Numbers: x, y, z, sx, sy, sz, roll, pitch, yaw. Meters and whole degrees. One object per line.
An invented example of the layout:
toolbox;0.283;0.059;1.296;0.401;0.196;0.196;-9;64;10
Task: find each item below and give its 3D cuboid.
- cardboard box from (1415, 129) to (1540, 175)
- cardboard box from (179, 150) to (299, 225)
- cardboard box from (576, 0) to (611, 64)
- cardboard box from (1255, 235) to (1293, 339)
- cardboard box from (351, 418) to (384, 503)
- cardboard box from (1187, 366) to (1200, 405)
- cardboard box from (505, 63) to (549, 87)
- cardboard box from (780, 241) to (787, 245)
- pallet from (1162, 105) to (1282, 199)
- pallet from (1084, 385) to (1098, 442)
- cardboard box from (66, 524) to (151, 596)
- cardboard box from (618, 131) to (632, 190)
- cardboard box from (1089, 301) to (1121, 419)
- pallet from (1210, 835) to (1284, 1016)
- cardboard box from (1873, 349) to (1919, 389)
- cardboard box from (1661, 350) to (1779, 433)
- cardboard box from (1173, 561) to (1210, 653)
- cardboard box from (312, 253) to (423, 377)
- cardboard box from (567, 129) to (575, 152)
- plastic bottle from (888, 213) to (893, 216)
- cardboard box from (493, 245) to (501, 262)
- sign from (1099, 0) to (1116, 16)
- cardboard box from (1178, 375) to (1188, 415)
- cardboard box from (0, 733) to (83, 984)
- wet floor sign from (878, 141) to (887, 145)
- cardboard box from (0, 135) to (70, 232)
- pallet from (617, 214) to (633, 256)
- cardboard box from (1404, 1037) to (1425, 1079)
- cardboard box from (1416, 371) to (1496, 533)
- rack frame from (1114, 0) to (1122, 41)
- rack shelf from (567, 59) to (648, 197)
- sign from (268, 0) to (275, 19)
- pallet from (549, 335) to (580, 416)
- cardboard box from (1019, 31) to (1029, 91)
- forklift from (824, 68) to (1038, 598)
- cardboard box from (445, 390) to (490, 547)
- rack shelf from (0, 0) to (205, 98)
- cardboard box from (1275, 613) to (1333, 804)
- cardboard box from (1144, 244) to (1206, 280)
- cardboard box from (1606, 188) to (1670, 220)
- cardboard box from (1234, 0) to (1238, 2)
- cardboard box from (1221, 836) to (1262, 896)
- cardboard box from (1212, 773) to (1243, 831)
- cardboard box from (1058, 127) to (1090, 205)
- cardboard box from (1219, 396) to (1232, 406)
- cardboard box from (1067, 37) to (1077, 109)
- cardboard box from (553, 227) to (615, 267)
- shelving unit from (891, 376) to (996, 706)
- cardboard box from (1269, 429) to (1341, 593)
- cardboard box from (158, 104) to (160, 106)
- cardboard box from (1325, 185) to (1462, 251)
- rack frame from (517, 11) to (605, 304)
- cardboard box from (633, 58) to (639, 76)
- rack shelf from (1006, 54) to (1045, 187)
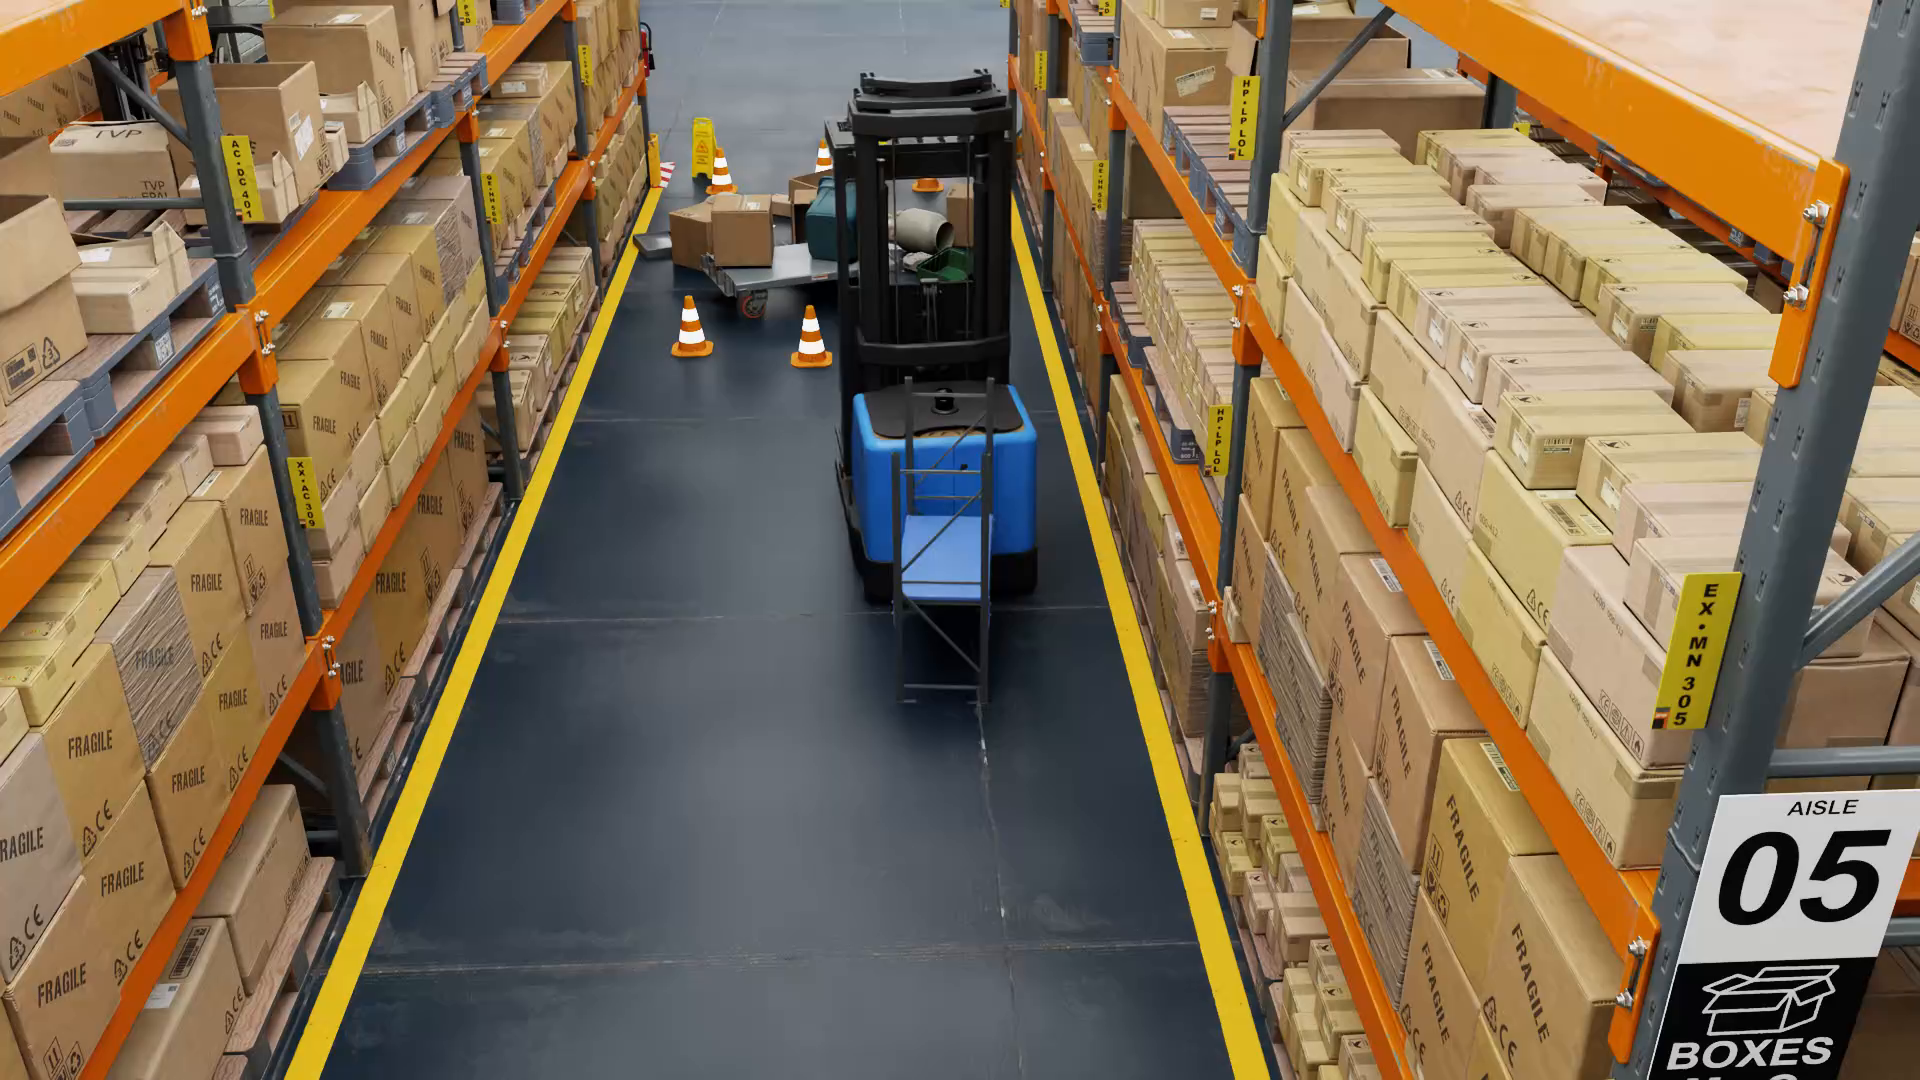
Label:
cardboard box;1.953;-1.451;6.297;0.380;0.149;0.250;-3;28;-5
cardboard box;-2.951;-1.457;6.809;0.396;0.266;0.258;-2;28;-3
cardboard box;-3.503;-4.519;14.723;0.700;0.500;0.500;-1;28;-2
cardboard box;1.424;-0.970;6.347;0.500;0.250;0.500;0;28;0
cardboard box;-3.071;-0.366;7.892;0.500;0.250;0.500;-1;28;-2
cardboard box;1.390;-0.795;8.589;0.380;0.149;0.250;-3;28;-5
cardboard box;-3.393;-3.579;12.846;0.380;0.149;0.250;-2;28;-4
cardboard box;-1.591;-2.671;15.646;0.258;0.266;0.396;-23;35;-37
pallet;1.681;-1.940;8.248;1.213;0.211;1.003;-1;28;-3
pallet;1.489;-0.904;12.316;1.003;0.211;1.213;-1;28;-3
cardboard box;-2.952;0.070;5.544;0.380;0.149;0.250;-2;28;-3
cardboard box;-3.549;-3.764;16.494;0.500;0.500;0.500;-2;28;-4
cardboard box;1.513;-1.246;11.936;1.050;0.750;0.750;-2;28;-3
pallet;1.734;1.619;7.480;1.003;0.211;1.213;-1;28;-3
cardboard box;6.428;-0.772;10.892;1.225;0.875;0.875;-3;28;-5
cardboard box;2.015;-0.371;4.226;0.380;0.149;0.250;-1;28;-1
cardboard box;1.372;0.325;8.383;0.500;0.250;0.500;-2;28;-4
cardboard box;-3.122;-1.163;8.609;0.500;0.500;0.500;-2;28;-3
cardboard box;-3.390;-3.299;13.711;0.380;0.149;0.250;-1;28;-2
plastic bottle;-0.726;-3.274;17.023;0.133;0.061;0.283;-11;30;-20
cardboard box;-3.296;-1.969;11.160;0.380;0.149;0.250;-3;28;-6
sign;0.900;-3.359;10.120;0.100;0.325;0.005;-1;28;-3
cardboard box;1.374;-0.782;8.885;0.380;0.149;0.250;0;28;0
cardboard box;-2.875;0.894;4.664;0.500;0.500;0.500;-2;28;-3
wet floor sign;-0.942;-4.390;18.532;0.267;0.644;0.232;-6;28;-11
cardboard box;-3.453;-1.089;5.742;0.500;0.500;0.500;-1;28;-2
pallet;-3.829;-3.093;16.514;1.003;0.211;1.213;-1;28;-3
cardboard box;1.533;1.540;4.888;0.380;0.149;0.250;-1;28;-1
cardboard box;1.542;-0.244;4.414;0.500;0.250;0.500;-1;28;-2
rack frame;1.455;-4.434;9.583;1.000;3.000;0.127;-1;28;-3
rack shelf;-3.797;-4.060;16.130;1.077;0.370;4.000;-1;28;-3
sign;-4.025;-3.155;9.815;0.100;0.325;0.005;-1;28;-3
pallet;-3.583;-1.294;13.066;1.003;0.211;1.213;-1;28;-3
cardboard box;1.056;-4.850;16.705;0.875;0.550;0.550;-1;28;-3
forklift;-0.263;-1.609;10.727;1.130;2.935;3.031;-4;28;-8
cardboard box;-3.530;-0.531;10.430;0.875;0.875;0.875;-2;28;-3
rack shelf;-3.170;-1.001;4.210;1.077;0.370;4.000;-1;28;-3
cardboard box;1.461;0.594;6.001;0.500;0.500;0.500;-2;28;-4
cardboard box;1.310;-1.657;9.920;0.380;0.149;0.250;-2;28;-3
cardboard box;6.223;-2.958;15.489;0.500;0.500;0.500;-2;28;-4
cardboard box;1.735;-3.307;9.730;0.396;0.266;0.258;-1;28;-3
cardboard box;1.376;1.450;7.417;0.380;0.149;0.250;-1;28;-1
cardboard box;1.363;1.194;7.586;0.380;0.149;0.250;0;28;0
cardboard box;1.055;-2.952;13.121;0.500;0.500;0.500;-2;28;-3
cardboard box;1.433;-0.570;7.836;0.380;0.149;0.250;-2;28;-4
cardboard box;1.278;-3.880;13.818;0.700;0.500;0.500;-2;28;-4
cardboard box;-3.453;-2.701;15.267;0.500;0.250;0.500;-3;28;-5
shelving unit;-0.079;-0.007;9.203;0.538;1.500;1.048;1;28;2
cardboard box;1.486;-0.093;6.236;0.500;0.500;0.500;-2;28;-4
cardboard box;-8.522;-4.386;17.416;0.500;0.250;0.500;0;28;-1
cardboard box;1.456;-1.086;5.598;0.380;0.149;0.250;-2;28;-4
rack frame;-3.692;-3.455;14.193;1.000;3.000;0.127;-1;28;-3
cardboard box;-3.544;-4.909;17.252;0.380;0.149;0.250;-2;28;-3
rack shelf;1.141;-4.226;16.449;1.077;0.370;4.000;-1;28;-3
